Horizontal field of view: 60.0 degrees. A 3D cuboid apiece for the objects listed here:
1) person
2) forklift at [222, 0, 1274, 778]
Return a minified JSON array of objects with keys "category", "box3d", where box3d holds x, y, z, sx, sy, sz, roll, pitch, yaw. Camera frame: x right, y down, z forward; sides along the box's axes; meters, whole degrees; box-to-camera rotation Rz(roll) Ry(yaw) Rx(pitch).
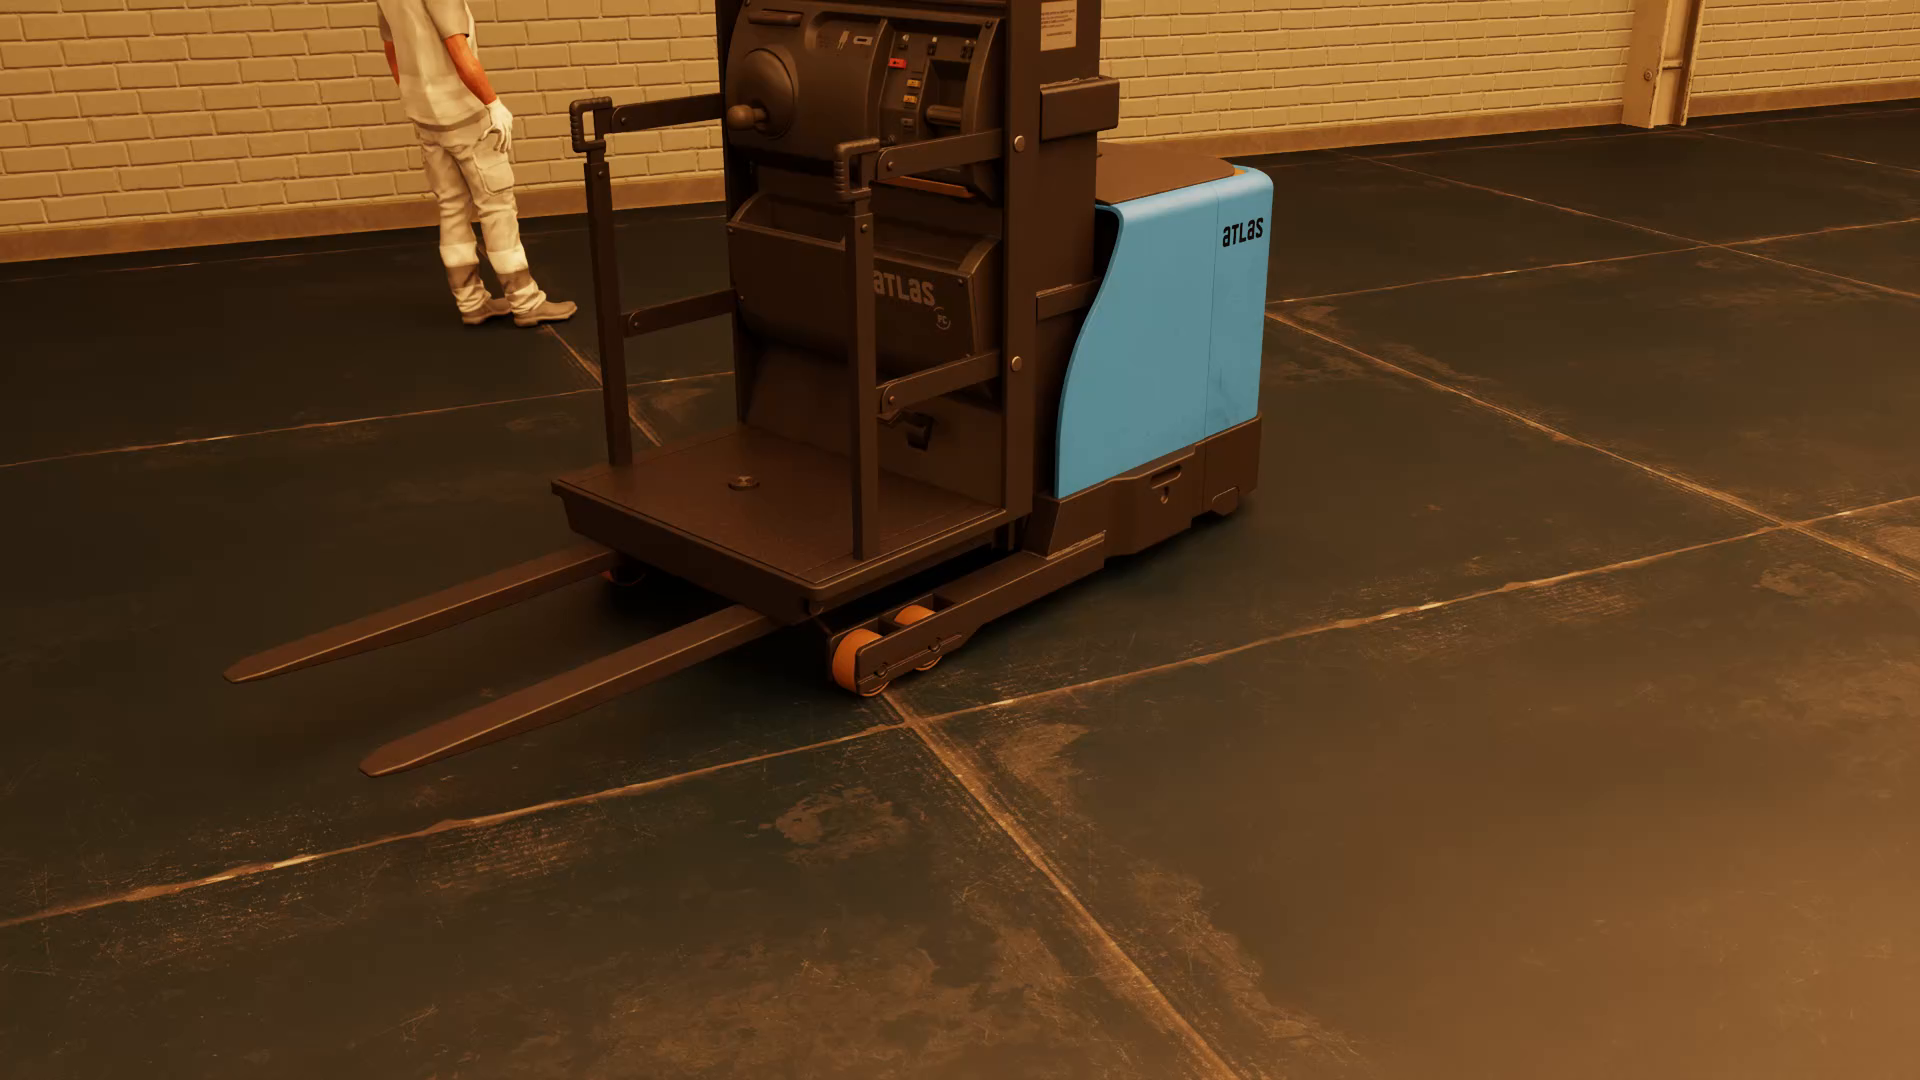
[{"category":"person","box3d":[-2.108,-1.824,7.148,0.643,1.789,0.565,18,28,36]},{"category":"forklift","box3d":[-0.413,-1.182,4.131,1.130,2.935,3.031,19,29,39]}]
